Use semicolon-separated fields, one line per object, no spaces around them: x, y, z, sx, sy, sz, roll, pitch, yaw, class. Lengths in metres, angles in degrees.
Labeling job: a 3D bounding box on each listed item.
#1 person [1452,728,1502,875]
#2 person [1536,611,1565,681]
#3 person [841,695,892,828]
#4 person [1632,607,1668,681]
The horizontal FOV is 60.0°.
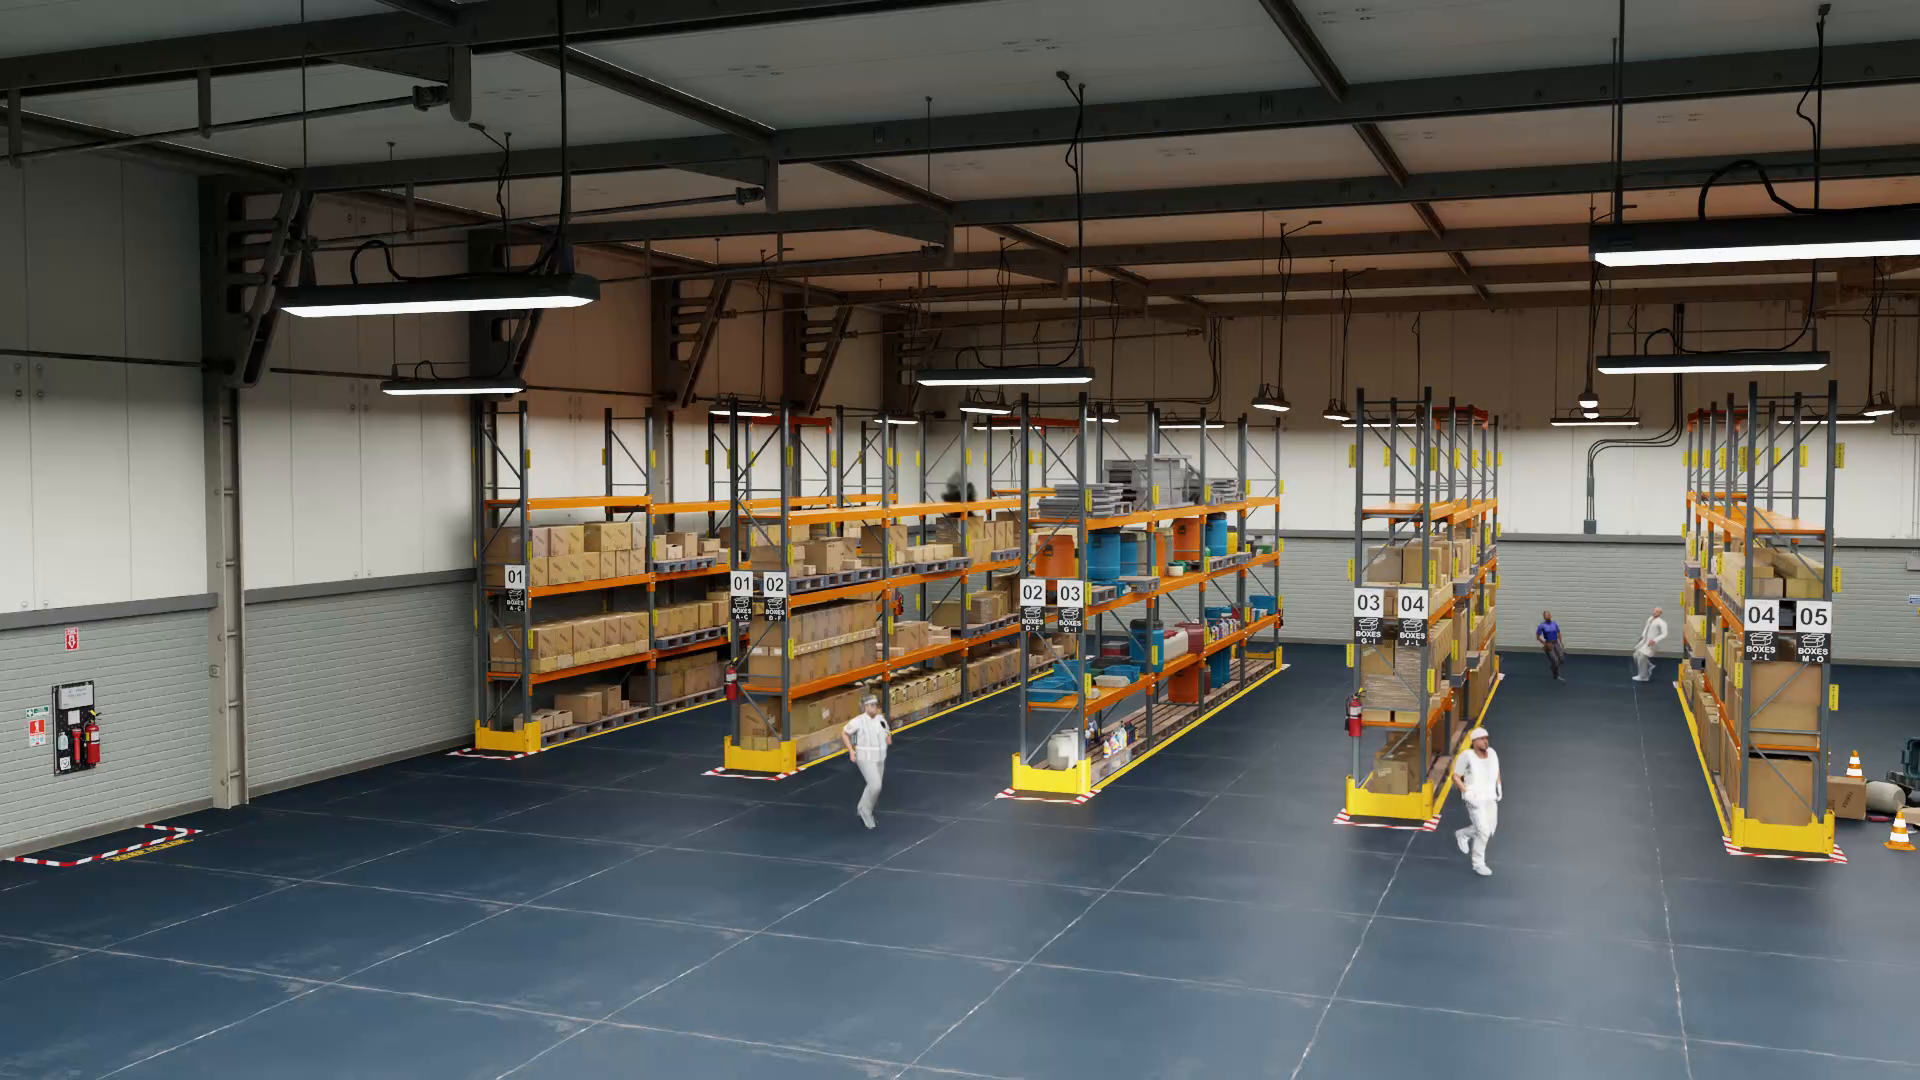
6.275;3.145;20.287;0.676;1.761;0.698;-1;3;-22;person
13.296;2.395;37.378;0.621;1.558;0.488;-1;3;-11;person
-1.205;3.020;22.727;0.635;1.828;0.744;-3;4;-45;person
15.465;2.337;37.318;0.552;1.686;0.753;0;3;-7;person
